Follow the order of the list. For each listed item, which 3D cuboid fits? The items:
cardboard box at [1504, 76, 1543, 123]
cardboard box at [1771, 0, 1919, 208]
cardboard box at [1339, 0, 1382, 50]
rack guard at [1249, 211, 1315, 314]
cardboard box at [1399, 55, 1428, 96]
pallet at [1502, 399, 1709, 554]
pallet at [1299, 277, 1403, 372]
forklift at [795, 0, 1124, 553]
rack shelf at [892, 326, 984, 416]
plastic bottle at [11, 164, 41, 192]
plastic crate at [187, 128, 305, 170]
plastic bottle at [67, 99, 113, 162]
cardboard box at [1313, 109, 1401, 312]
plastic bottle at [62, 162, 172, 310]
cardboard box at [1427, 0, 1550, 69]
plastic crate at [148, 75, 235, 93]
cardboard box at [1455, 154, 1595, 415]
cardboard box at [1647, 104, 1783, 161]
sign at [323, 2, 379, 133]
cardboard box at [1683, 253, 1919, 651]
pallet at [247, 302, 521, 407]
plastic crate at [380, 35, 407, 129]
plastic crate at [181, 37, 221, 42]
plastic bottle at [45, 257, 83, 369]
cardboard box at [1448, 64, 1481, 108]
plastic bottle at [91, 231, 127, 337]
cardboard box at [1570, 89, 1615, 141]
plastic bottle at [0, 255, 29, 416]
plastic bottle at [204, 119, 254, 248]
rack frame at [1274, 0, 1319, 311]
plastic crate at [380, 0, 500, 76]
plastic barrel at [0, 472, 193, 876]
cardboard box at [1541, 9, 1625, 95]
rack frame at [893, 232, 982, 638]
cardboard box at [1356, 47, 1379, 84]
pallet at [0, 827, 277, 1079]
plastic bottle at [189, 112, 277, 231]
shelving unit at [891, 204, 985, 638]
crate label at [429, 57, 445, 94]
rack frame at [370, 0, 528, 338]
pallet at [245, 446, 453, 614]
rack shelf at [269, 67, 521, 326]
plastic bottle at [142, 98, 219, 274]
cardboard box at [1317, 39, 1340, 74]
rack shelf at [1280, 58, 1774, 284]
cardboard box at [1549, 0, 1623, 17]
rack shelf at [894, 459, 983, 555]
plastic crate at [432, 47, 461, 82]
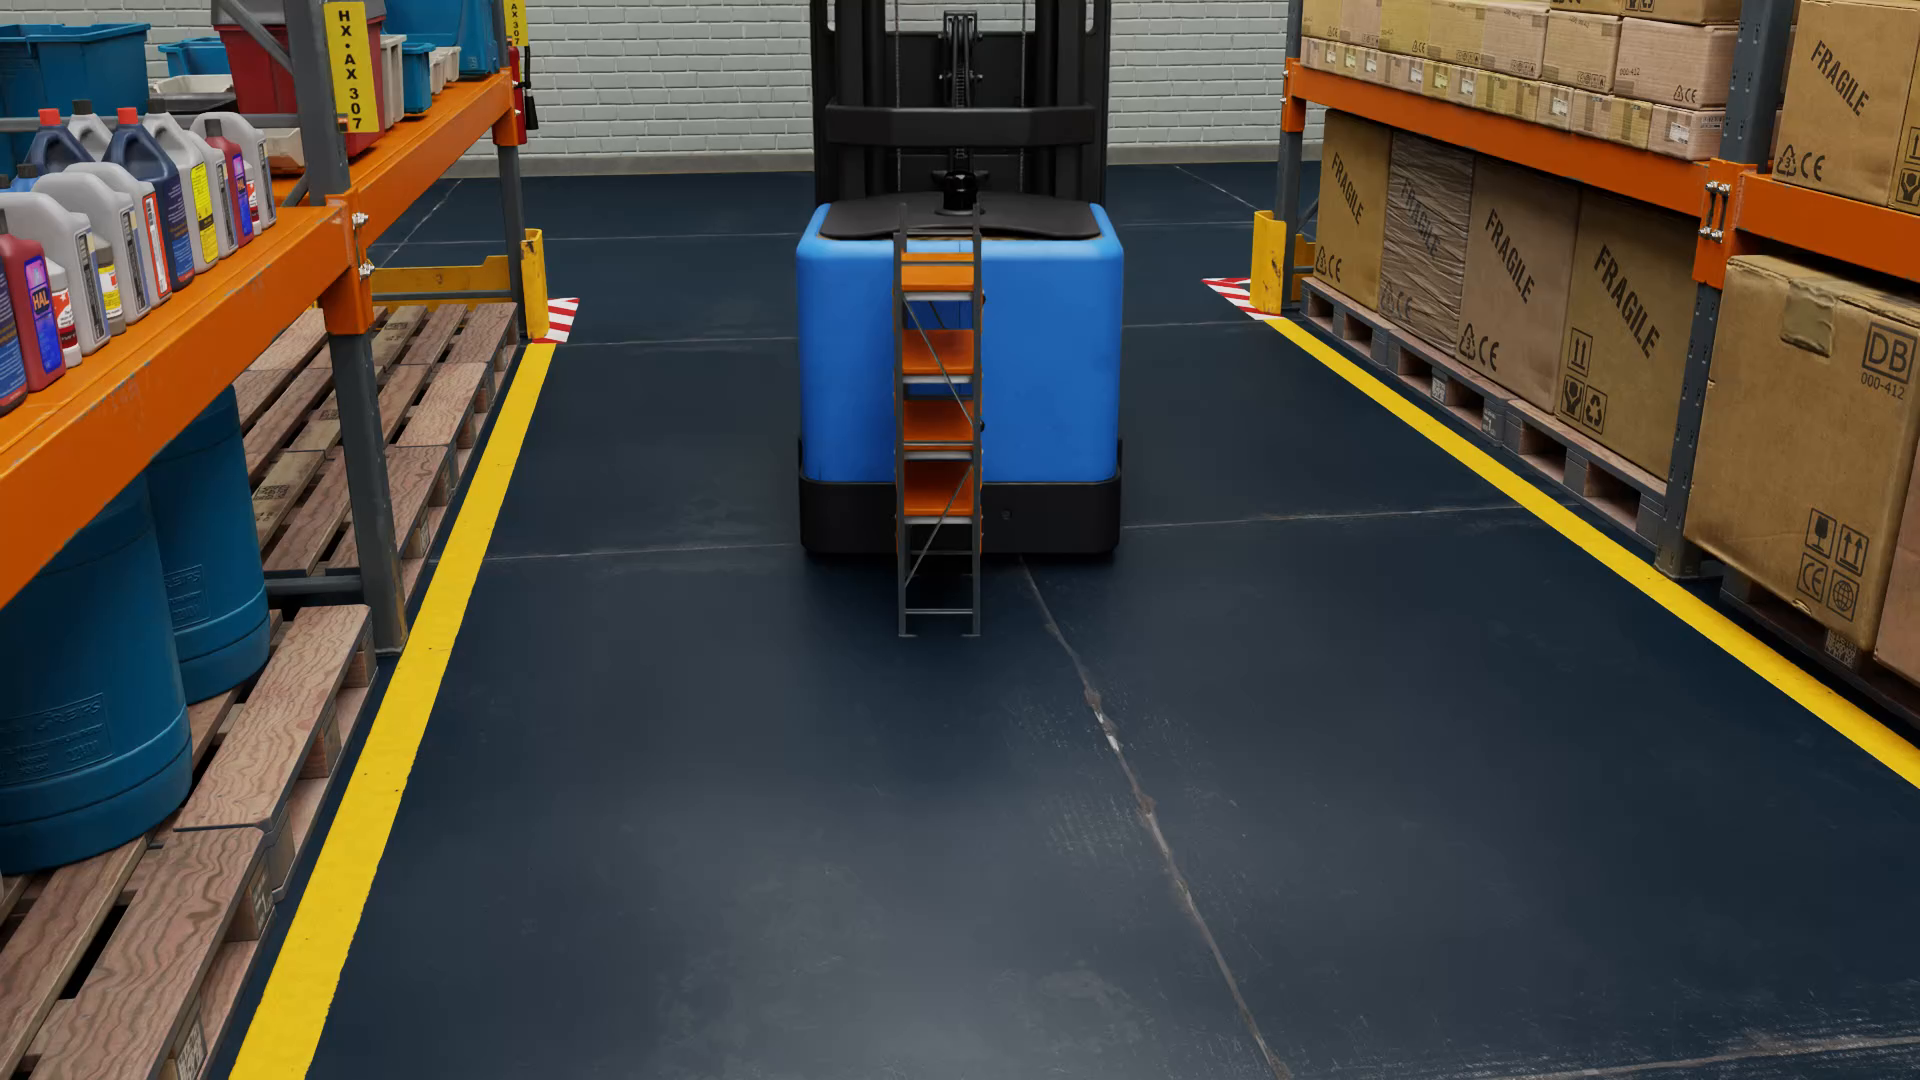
[{"bbox_3d":[2.264,-1.643,6.188,0.380,0.149,0.250,-3,21,-7],"label":"cardboard box"},{"bbox_3d":[2.600,-1.191,4.474,0.500,0.500,0.500,-3,21,-8],"label":"cardboard box"},{"bbox_3d":[2.088,-2.410,7.672,0.500,0.250,0.500,-3,21,-8],"label":"cardboard box"},{"bbox_3d":[2.201,-1.538,9.120,1.175,0.500,0.348,-3,21,-8],"label":"rack guard"},{"bbox_3d":[2.117,-1.998,7.139,0.380,0.149,0.250,-3,21,-8],"label":"cardboard box"},{"bbox_3d":[2.749,-0.277,6.155,1.003,0.211,1.213,-3,21,-8],"label":"pallet"},{"bbox_3d":[2.397,-1.121,8.417,1.003,0.211,1.213,-3,21,-8],"label":"pallet"},{"bbox_3d":[0.002,-1.792,6.326,1.130,2.935,3.031,0,20,0],"label":"forklift"},{"bbox_3d":[-0.061,-0.505,4.907,0.258,0.148,0.480,0,20,0],"label":"rack shelf"},{"bbox_3d":[-1.739,-0.572,3.144,0.097,0.271,0.097,0,20,0],"label":"plastic bottle"},{"bbox_3d":[-2.046,-1.139,4.769,0.396,0.136,0.243,-3,21,-8],"label":"plastic crate"},{"bbox_3d":[-1.807,-0.734,3.464,0.144,0.351,0.185,-3,21,-8],"label":"plastic bottle"},{"bbox_3d":[2.376,-1.685,8.376,0.875,0.875,0.875,-3,21,-8],"label":"cardboard box"},{"bbox_3d":[-1.618,-0.587,3.177,0.152,0.276,0.135,-3,21,-8],"label":"plastic bottle"},{"bbox_3d":[2.237,-2.056,6.722,0.500,0.250,0.500,-3,21,-9],"label":"cardboard box"},{"bbox_3d":[-2.669,-1.558,5.892,0.293,0.136,0.466,-3,21,-8],"label":"plastic crate"},{"bbox_3d":[2.635,-1.061,6.707,0.875,0.875,0.875,-3,21,-8],"label":"cardboard box"},{"bbox_3d":[2.413,-1.287,5.234,0.380,0.149,0.250,-3,21,-7],"label":"cardboard box"},{"bbox_3d":[-1.576,-1.223,4.307,0.100,0.325,0.005,-3,21,-8],"label":"sign"},{"bbox_3d":[2.893,-0.297,4.660,1.225,0.875,0.875,-3,21,-8],"label":"cardboard box"},{"bbox_3d":[-2.616,-0.857,7.709,1.003,0.211,1.213,-3,21,-8],"label":"pallet"},{"bbox_3d":[-2.158,-1.577,5.734,0.437,0.282,0.530,-3,21,-8],"label":"plastic crate"},{"bbox_3d":[-2.797,-1.843,6.516,0.416,0.233,0.300,-3,21,-8],"label":"plastic crate"},{"bbox_3d":[-1.522,-0.386,2.746,0.097,0.201,0.097,0,20,0],"label":"plastic bottle"},{"bbox_3d":[2.192,-1.820,6.662,0.380,0.149,0.250,-3,21,-7],"label":"cardboard box"},{"bbox_3d":[-1.555,-0.466,2.961,0.097,0.201,0.097,0,20,0],"label":"plastic bottle"},{"bbox_3d":[2.339,-1.465,5.711,0.380,0.149,0.250,-3,21,-9],"label":"cardboard box"},{"bbox_3d":[-1.505,-0.360,2.463,0.144,0.351,0.185,-3,21,-8],"label":"plastic bottle"},{"bbox_3d":[-1.665,-0.813,3.773,0.061,0.283,0.133,-3,21,-8],"label":"plastic bottle"},{"bbox_3d":[2.204,-2.701,8.660,1.000,3.000,0.127,-3,21,-8],"label":"rack frame"},{"bbox_3d":[-2.464,-2.389,7.689,0.616,0.435,0.499,-3,21,-8],"label":"plastic crate"},{"bbox_3d":[-1.957,0.155,3.414,0.600,0.901,0.708,-3,21,-8],"label":"plastic barrel"},{"bbox_3d":[2.381,-1.704,5.779,0.500,0.250,0.500,-2,21,-6],"label":"cardboard box"},{"bbox_3d":[-0.062,-0.273,4.733,0.240,1.200,0.015,0,20,0],"label":"rack frame"},{"bbox_3d":[2.043,-2.176,7.614,0.380,0.149,0.250,-3,21,-9],"label":"cardboard box"},{"bbox_3d":[-1.871,0.933,2.917,1.003,0.211,1.213,-3,21,-8],"label":"pallet"},{"bbox_3d":[-1.744,-0.888,3.983,0.152,0.276,0.135,-3,21,-8],"label":"plastic bottle"},{"bbox_3d":[-0.061,-0.359,4.961,0.258,1.200,0.503,0,20,0],"label":"shelving unit"},{"bbox_3d":[-2.308,-1.886,6.770,0.396,0.136,0.243,-3,21,-8],"label":"crate label"},{"bbox_3d":[-2.697,-2.451,7.991,1.000,3.000,0.127,-3,21,-8],"label":"rack frame"},{"bbox_3d":[-2.265,-0.012,5.447,1.003,0.211,1.213,-3,21,-8],"label":"pallet"},{"bbox_3d":[-2.409,-1.421,6.263,1.077,0.370,4.000,-3,21,-8],"label":"rack shelf"},{"bbox_3d":[-1.664,-0.741,3.484,0.144,0.351,0.185,-3,21,-8],"label":"plastic bottle"},{"bbox_3d":[1.967,-2.355,8.093,0.380,0.149,0.250,-3,21,-9],"label":"cardboard box"},{"bbox_3d":[2.493,-1.671,6.932,1.077,0.370,4.000,-3,21,-8],"label":"rack shelf"},{"bbox_3d":[2.382,-2.056,5.650,0.500,0.500,0.500,-3,21,-7],"label":"cardboard box"},{"bbox_3d":[-0.061,-0.110,5.054,0.258,0.148,0.480,0,20,0],"label":"rack shelf"},{"bbox_3d":[-2.400,-2.082,7.295,0.396,0.136,0.243,-3,21,-8],"label":"plastic crate"}]
